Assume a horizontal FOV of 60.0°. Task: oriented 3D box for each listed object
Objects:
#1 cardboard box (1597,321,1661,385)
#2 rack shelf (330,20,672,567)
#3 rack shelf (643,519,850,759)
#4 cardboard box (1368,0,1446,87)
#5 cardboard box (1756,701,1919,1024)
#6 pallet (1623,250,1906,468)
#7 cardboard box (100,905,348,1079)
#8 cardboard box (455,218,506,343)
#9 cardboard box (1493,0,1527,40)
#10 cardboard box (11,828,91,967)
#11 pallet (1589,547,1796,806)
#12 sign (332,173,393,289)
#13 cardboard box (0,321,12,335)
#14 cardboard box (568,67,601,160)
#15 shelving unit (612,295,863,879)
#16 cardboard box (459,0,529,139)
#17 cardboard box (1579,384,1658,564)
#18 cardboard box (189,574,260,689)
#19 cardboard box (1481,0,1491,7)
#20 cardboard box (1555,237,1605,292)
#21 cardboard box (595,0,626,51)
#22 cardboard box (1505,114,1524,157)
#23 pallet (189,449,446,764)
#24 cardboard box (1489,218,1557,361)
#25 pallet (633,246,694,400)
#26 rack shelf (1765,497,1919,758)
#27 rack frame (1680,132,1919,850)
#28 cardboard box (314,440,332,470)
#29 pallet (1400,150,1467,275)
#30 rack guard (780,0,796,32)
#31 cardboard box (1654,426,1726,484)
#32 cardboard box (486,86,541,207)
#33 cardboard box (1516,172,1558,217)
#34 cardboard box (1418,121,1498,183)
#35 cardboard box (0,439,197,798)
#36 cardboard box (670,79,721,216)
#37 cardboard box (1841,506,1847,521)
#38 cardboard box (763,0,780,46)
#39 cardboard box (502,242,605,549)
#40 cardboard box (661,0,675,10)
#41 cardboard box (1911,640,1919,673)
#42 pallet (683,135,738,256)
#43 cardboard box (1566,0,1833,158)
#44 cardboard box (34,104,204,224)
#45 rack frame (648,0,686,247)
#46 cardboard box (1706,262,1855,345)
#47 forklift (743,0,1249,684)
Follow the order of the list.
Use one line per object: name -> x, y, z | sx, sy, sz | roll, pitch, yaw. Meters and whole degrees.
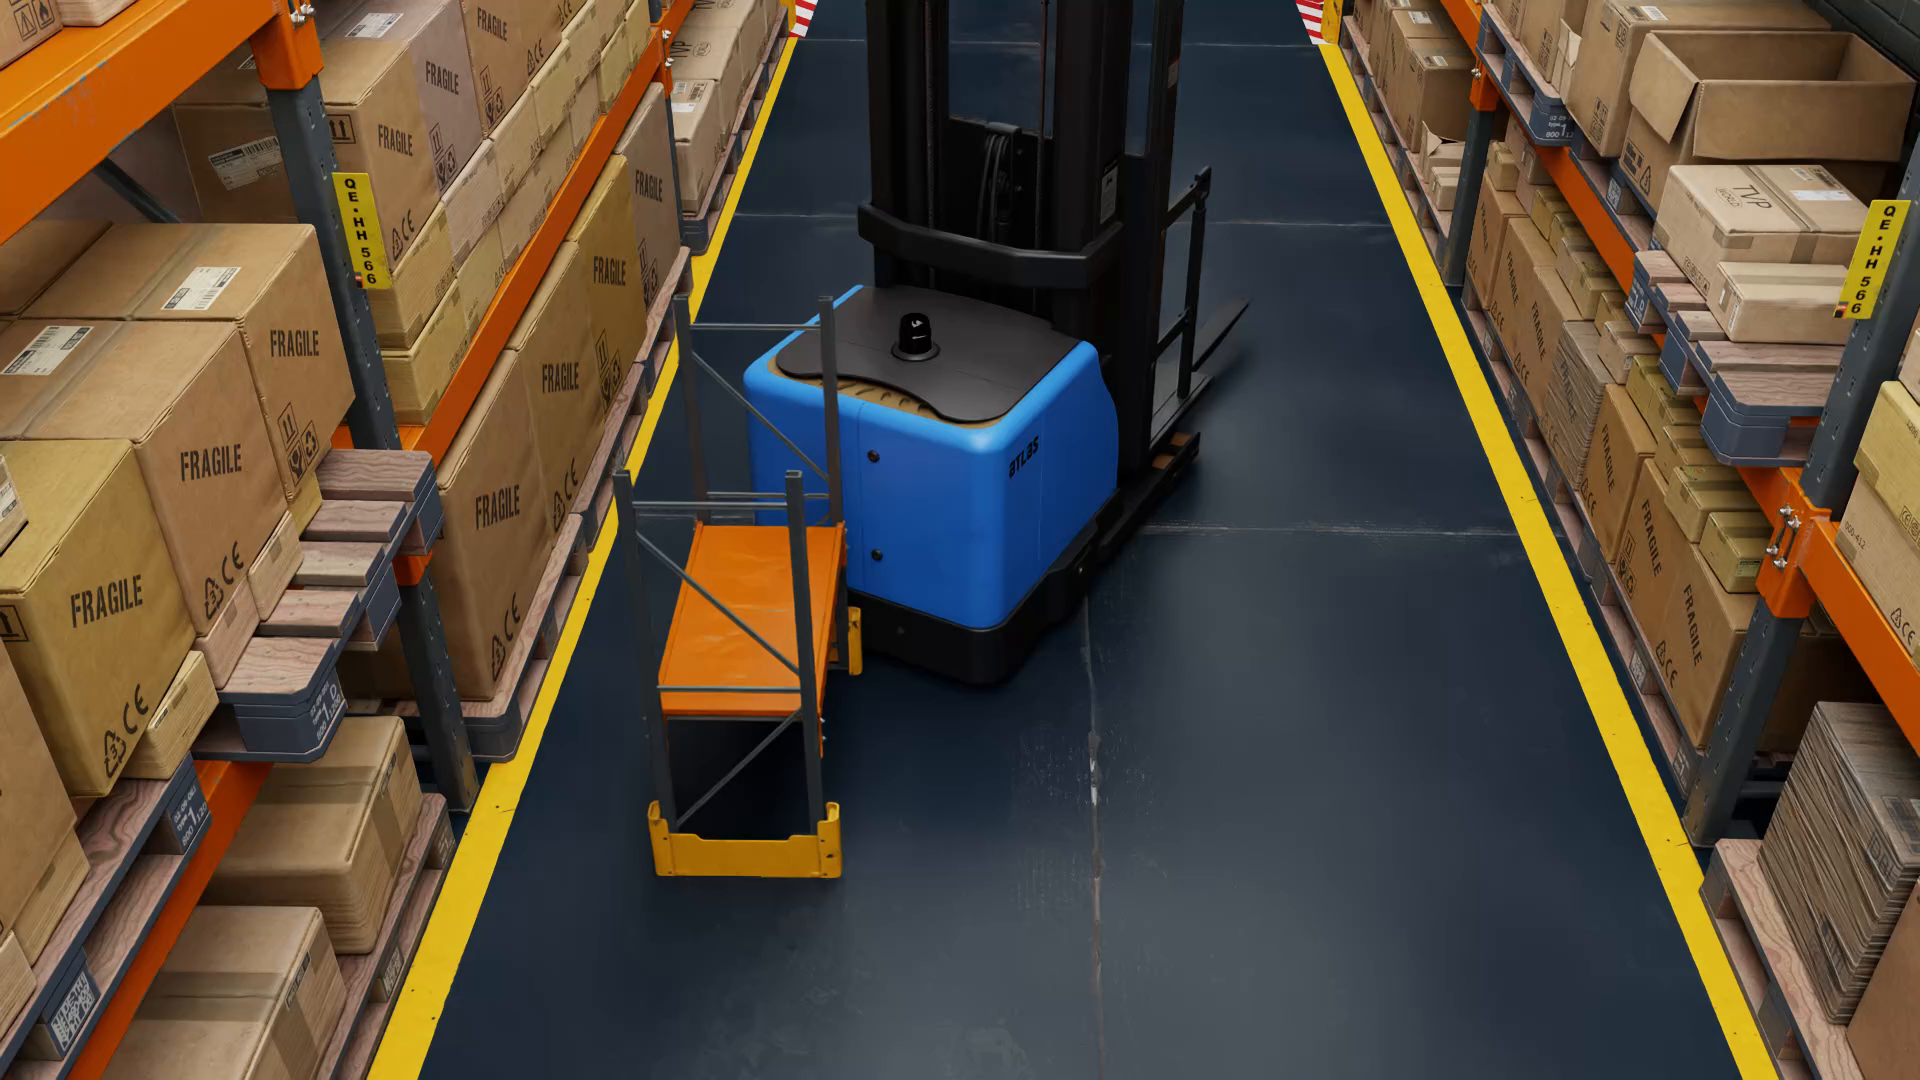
cardboard box -> 2.700, -0.724, 6.416 | 0.380, 0.149, 0.250 | 0, 35, 0
rack shelf -> -2.027, -1.226, 6.511 | 1.077, 0.370, 4.000 | 1, 35, 2
rack shelf -> -0.659, 0.291, 5.344 | 0.538, 0.185, 1.000 | 1, 35, 1
cardboard box -> 2.981, -3.164, 10.453 | 0.700, 0.500, 0.500 | 3, 35, 4
cardboard box -> 2.813, 0.899, 4.562 | 0.875, 0.625, 0.625 | 2, 35, 3
pallet -> 2.809, -0.571, 5.121 | 1.213, 0.211, 1.003 | 1, 35, 2
cardboard box -> -2.162, 1.281, 4.239 | 0.950, 0.372, 0.625 | 1, 35, 1
cardboard box -> -1.834, -0.880, 5.524 | 0.500, 0.250, 0.500 | 0, 35, 1
cardboard box -> 2.770, -2.497, 7.241 | 0.700, 0.500, 0.500 | 2, 35, 3
cardboard box -> -1.869, 0.646, 3.076 | 0.380, 0.149, 0.250 | 0, 35, 0
pallet -> 2.920, 0.454, 5.920 | 1.003, 0.211, 1.213 | 1, 35, 2
sign -> -1.565, -0.805, 4.349 | 0.100, 0.325, 0.005 | 1, 35, 2
cardboard box -> -2.371, -0.153, 3.648 | 0.500, 0.500, 0.500 | 3, 35, 4
cardboard box -> -1.774, -1.762, 6.779 | 0.500, 0.250, 0.500 | 0, 35, 1
shelving unit -> -0.659, 0.139, 5.248 | 0.587, 1.500, 1.083 | 1, 35, 1
cardboard box -> -1.797, -1.681, 5.576 | 0.500, 0.500, 0.500 | 2, 35, 3
cardboard box -> 2.703, -0.244, 6.296 | 0.500, 0.500, 0.500 | 3, 35, 4
cardboard box -> -1.808, 0.200, 3.710 | 0.380, 0.149, 0.250 | 0, 35, 0
cardboard box -> 2.773, -2.643, 8.120 | 0.380, 0.149, 0.250 | 2, 35, 3
cardboard box -> 2.755, -1.162, 7.039 | 0.380, 0.149, 0.250 | 1, 35, 2
cardboard box -> -1.734, -2.266, 7.061 | 0.500, 0.250, 0.500 | 2, 35, 3
cardboard box -> 2.793, -1.891, 7.818 | 0.380, 0.149, 0.250 | 1, 35, 1
pallet -> -2.030, 0.119, 4.138 | 1.213, 0.211, 1.003 | 1, 35, 2
cardboard box -> 2.757, -1.127, 7.553 | 0.500, 0.500, 0.500 | 1, 35, 1
pallet -> -1.903, -1.083, 8.108 | 1.003, 0.211, 1.213 | 1, 35, 2
rack shelf -> 2.772, 1.185, 3.081 | 1.077, 0.370, 4.000 | 1, 35, 2
rack frame -> 2.852, -0.258, 4.509 | 1.000, 3.000, 0.127 | 1, 35, 2
cardboard box -> -1.886, -0.246, 4.345 | 0.380, 0.149, 0.250 | 3, 35, 4
pallet -> 3.041, -1.810, 9.142 | 1.003, 0.211, 1.213 | 1, 35, 2
rack guard -> -1.785, -3.958, 11.947 | 1.175, 0.500, 0.348 | 1, 35, 2
cardboard box -> 2.654, -0.270, 5.771 | 0.380, 0.149, 0.250 | 0, 35, 0
cardboard box -> -1.786, -1.383, 5.804 | 0.500, 0.250, 0.500 | 1, 35, 2
cardboard box -> 2.799, -1.610, 7.677 | 0.380, 0.149, 0.250 | 0, 35, 1
cardboard box -> 2.756, -2.142, 9.201 | 0.396, 0.266, 0.258 | 3, 35, 4
cardboard box -> -1.877, 0.150, 3.218 | 0.500, 0.500, 0.500 | -1, 35, -1
cardboard box -> -1.815, -2.151, 9.065 | 0.875, 0.438, 0.875 | 1, 35, 1
cardboard box -> 3.189, 0.075, 5.843 | 0.500, 0.500, 0.500 | 1, 35, 2
cardboard box -> -1.713, -3.709, 11.282 | 0.875, 0.438, 0.875 | 0, 35, 0
cardboard box -> -1.957, -0.581, 6.450 | 0.875, 0.875, 0.875 | 2, 35, 2
cardboard box -> -1.666, -2.974, 8.285 | 0.500, 0.500, 0.500 | 2, 35, 3
cardboard box -> 2.565, 0.341, 3.786 | 0.500, 0.250, 0.500 | 1, 35, 1
pallet -> -1.838, -1.963, 9.360 | 1.003, 0.211, 1.213 | 1, 35, 2
cardboard box -> 2.718, -1.748, 6.176 | 0.700, 0.500, 0.500 | 1, 35, 2
cardboard box -> -2.348, -1.124, 4.784 | 0.500, 0.500, 0.500 | 0, 35, 1
rack frame -> -1.947, -2.669, 7.939 | 1.000, 3.000, 0.127 | 1, 35, 2
cardboard box -> 2.495, -0.714, 5.010 | 0.380, 0.149, 0.250 | 2, 35, 3
forklift -> 0.379, -1.515, 6.356 | 1.130, 2.935, 3.031 | 17, 39, 23
